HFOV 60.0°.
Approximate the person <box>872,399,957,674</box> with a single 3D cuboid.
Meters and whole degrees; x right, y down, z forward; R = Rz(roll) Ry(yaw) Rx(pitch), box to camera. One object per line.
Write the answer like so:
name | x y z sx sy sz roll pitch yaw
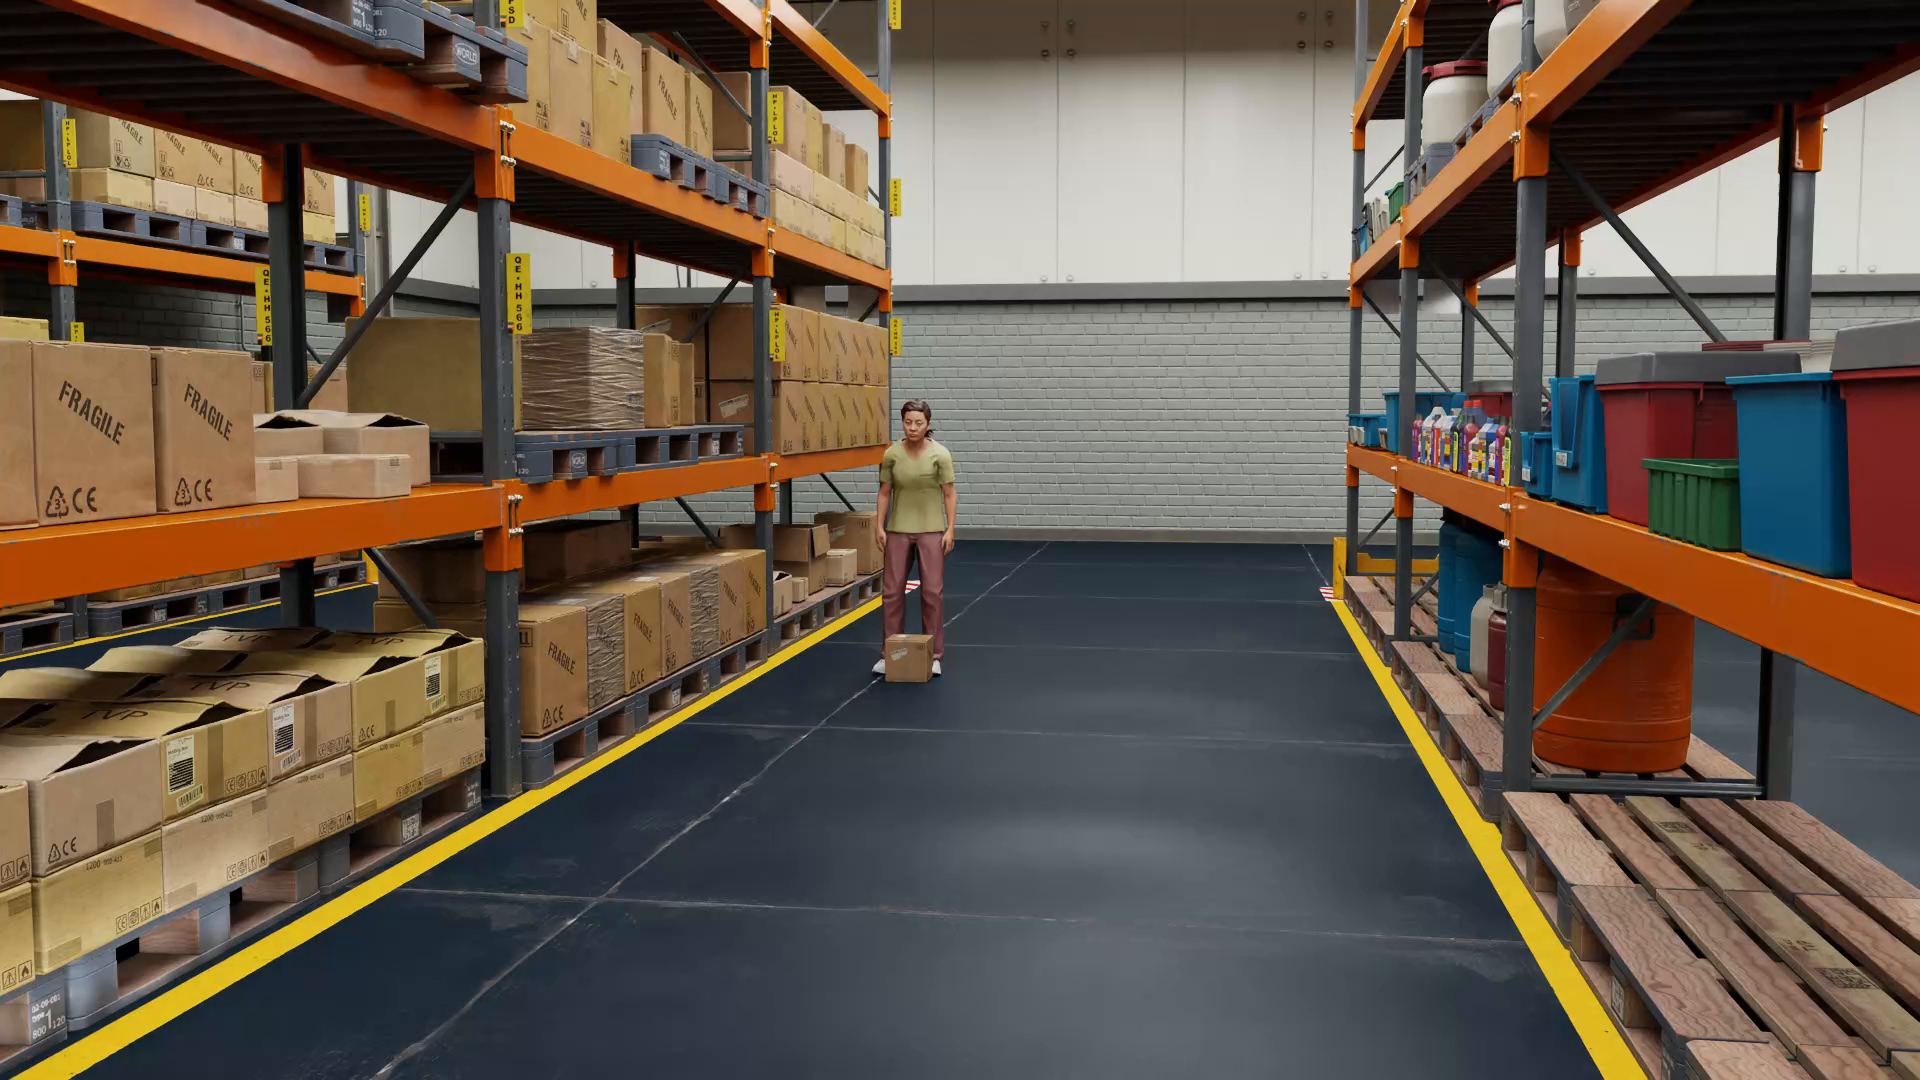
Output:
person | -0.273 -0.022 10.141 0.497 1.672 0.360 1 5 9
